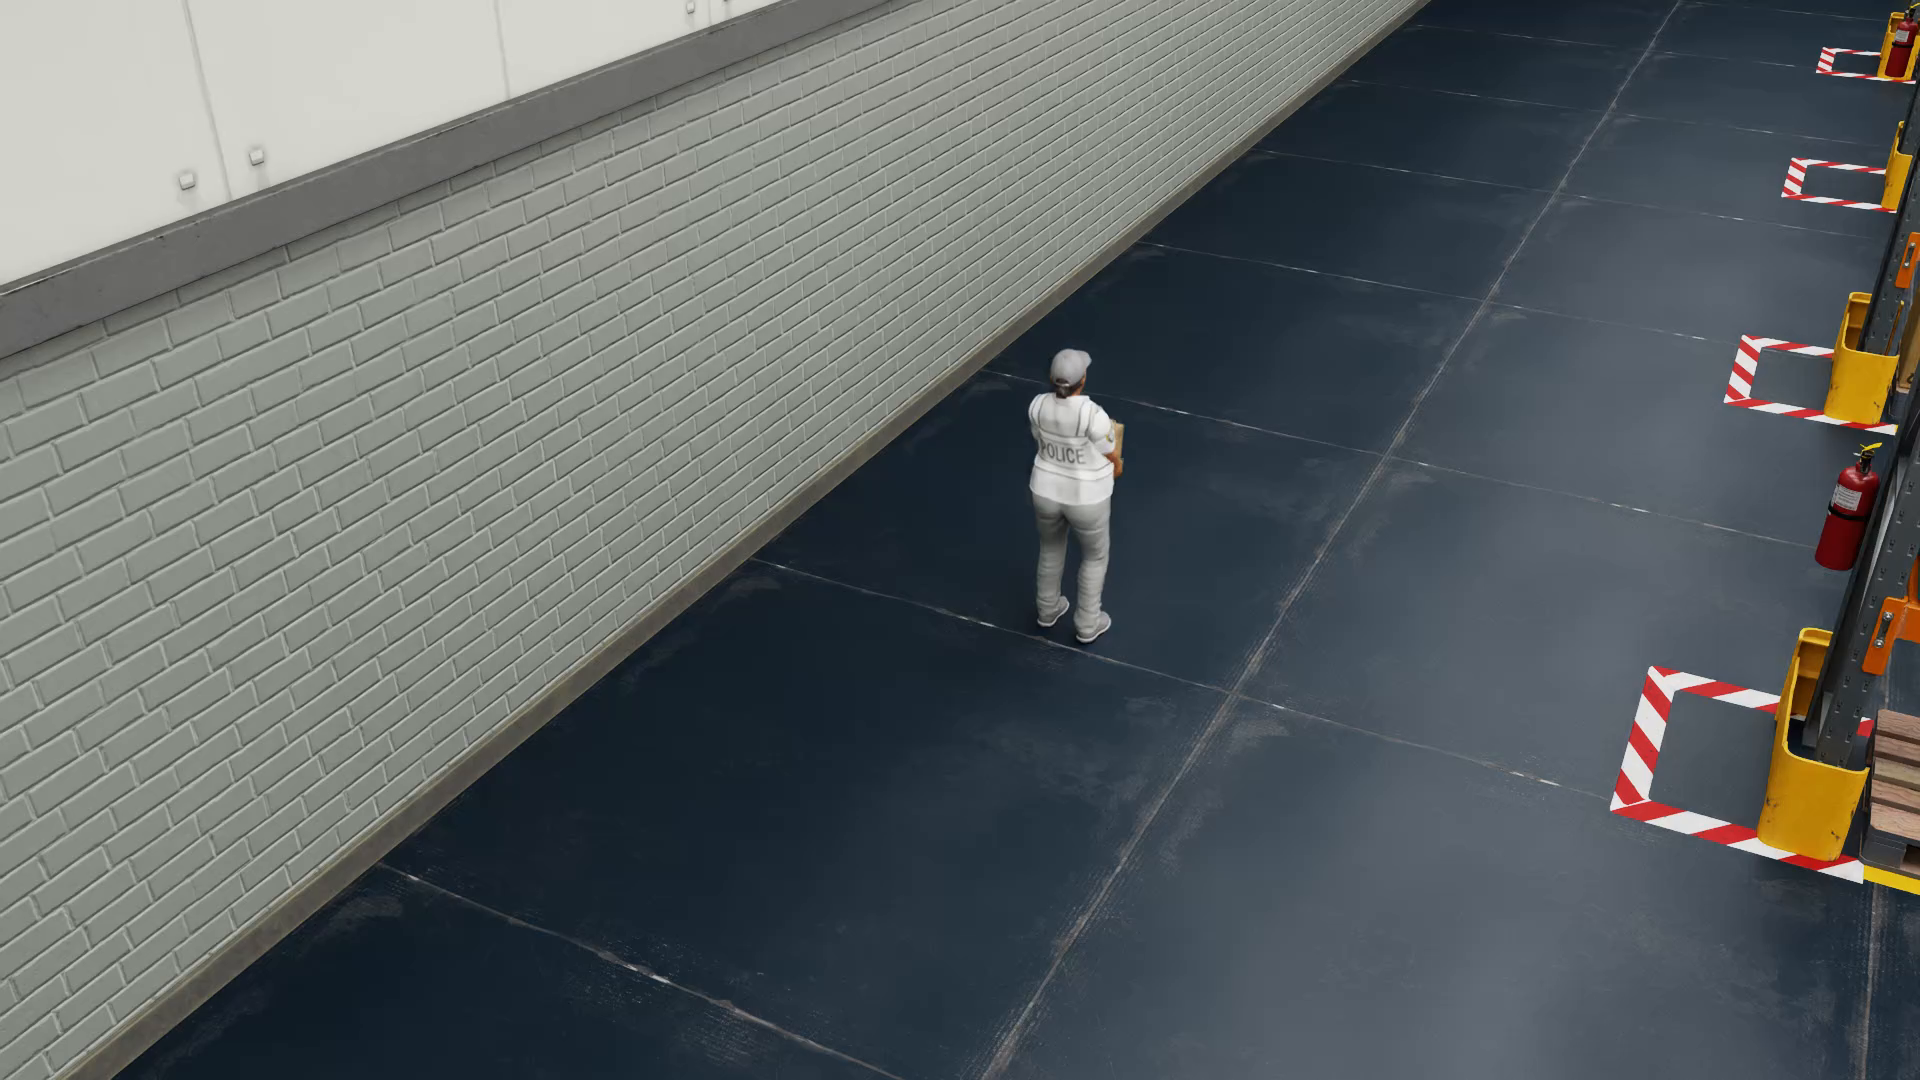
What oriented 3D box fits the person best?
[{"bbox_3d":[0.612,-0.269,8.747,0.456,1.660,0.535,15,34,25],"label":"person"}]
